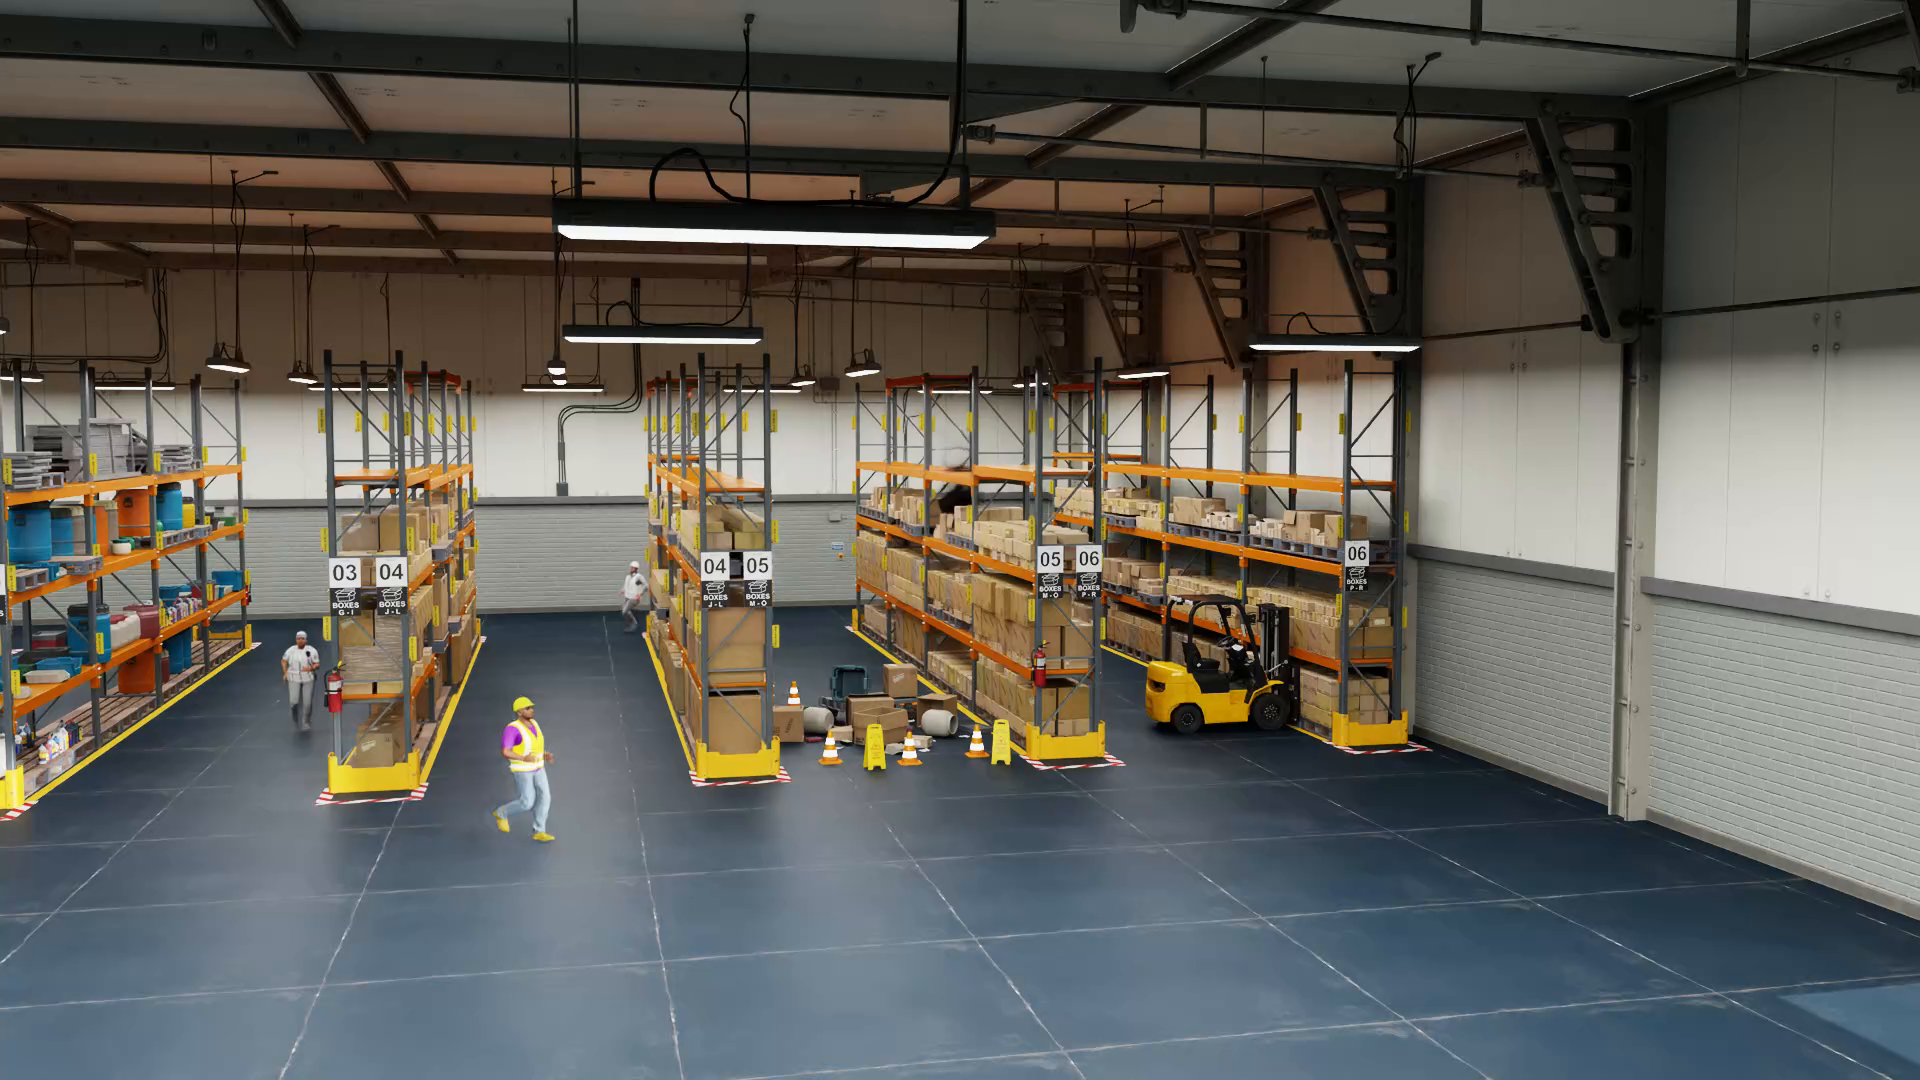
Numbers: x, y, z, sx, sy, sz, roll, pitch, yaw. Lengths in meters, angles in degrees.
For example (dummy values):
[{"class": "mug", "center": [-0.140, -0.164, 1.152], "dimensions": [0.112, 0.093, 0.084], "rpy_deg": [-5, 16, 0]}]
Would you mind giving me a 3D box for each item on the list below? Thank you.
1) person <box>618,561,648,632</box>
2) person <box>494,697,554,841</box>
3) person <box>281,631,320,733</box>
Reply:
[{"class": "person", "center": [-7.870, 1.365, 39.842], "dimensions": [0.717, 1.715, 0.578], "rpy_deg": [4, 5, 43]}, {"class": "person", "center": [-5.221, 2.749, 19.991], "dimensions": [0.780, 1.730, 0.711], "rpy_deg": [2, 4, 24]}, {"class": "person", "center": [-10.682, 2.300, 26.954], "dimensions": [0.582, 1.644, 0.643], "rpy_deg": [-2, 4, -21]}]
